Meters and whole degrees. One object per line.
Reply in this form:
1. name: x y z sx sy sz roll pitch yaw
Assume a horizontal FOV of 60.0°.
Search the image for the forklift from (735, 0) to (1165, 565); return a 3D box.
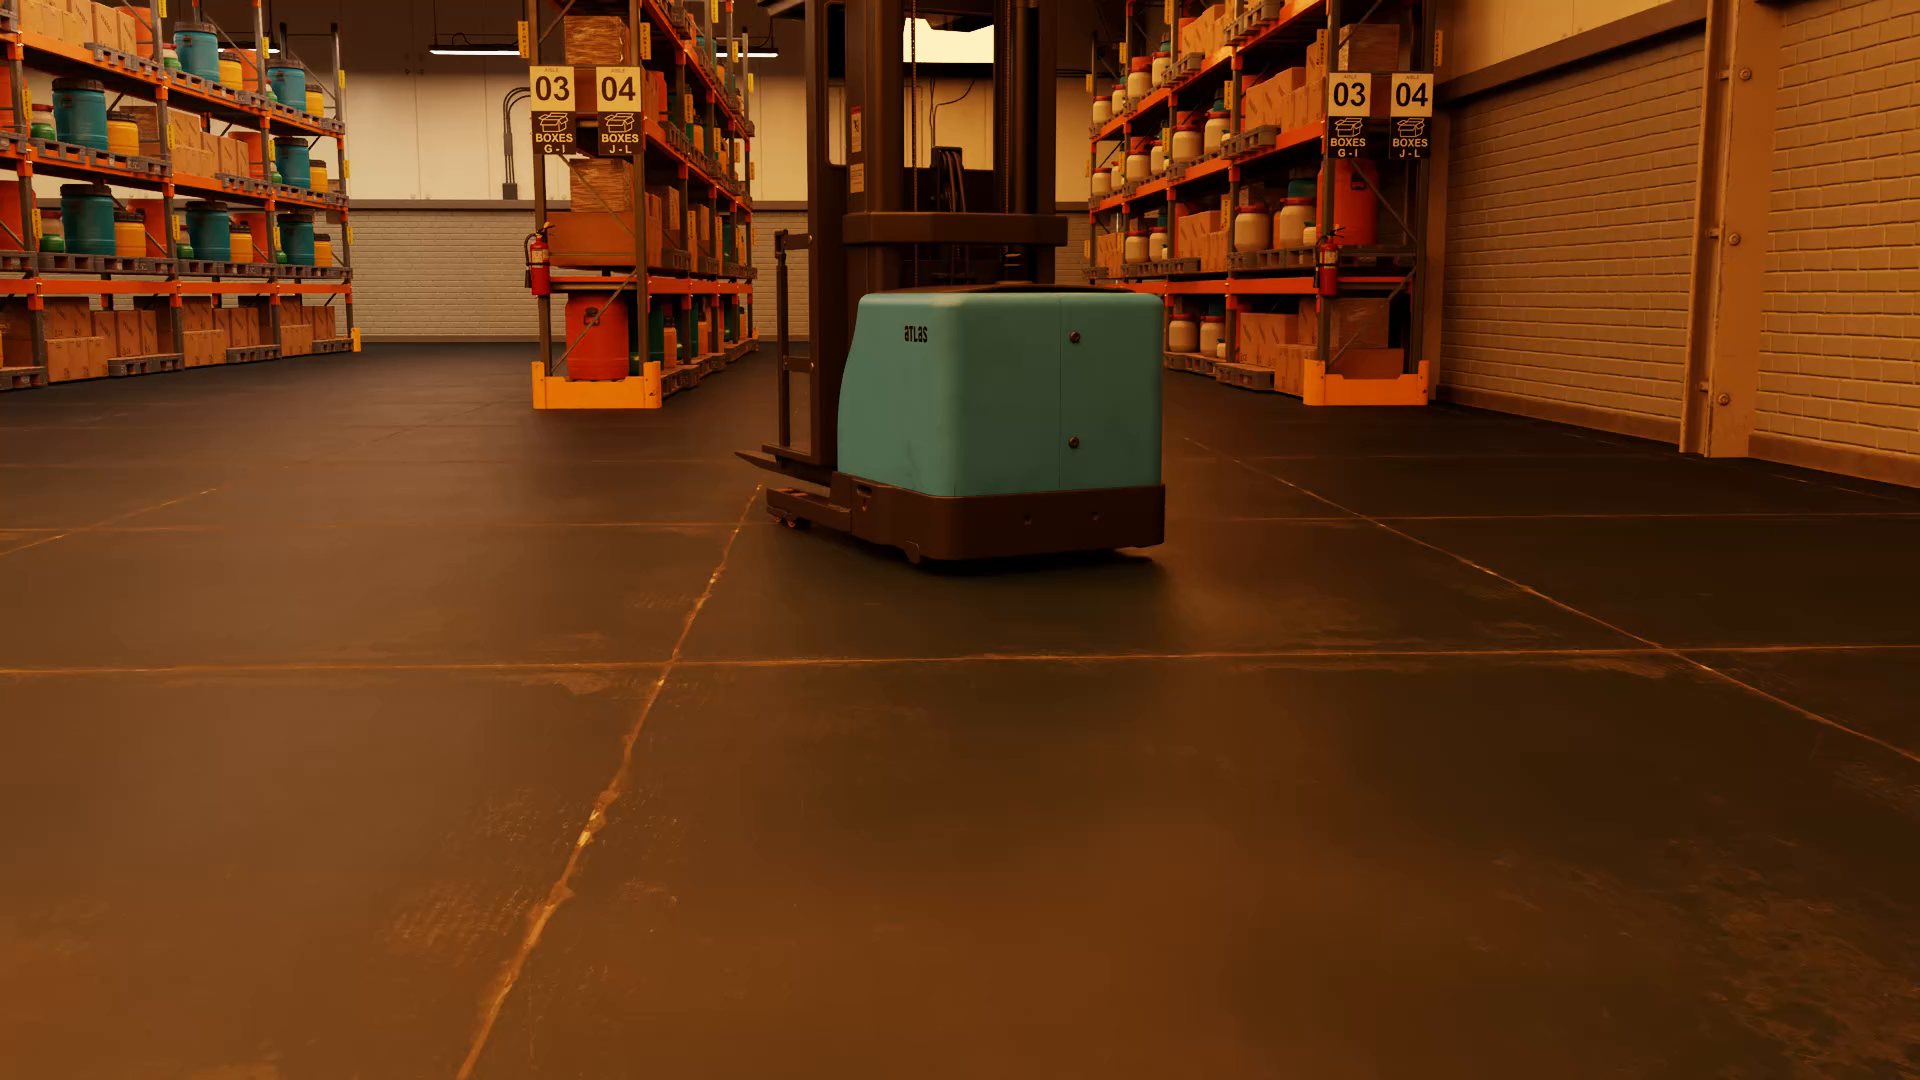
1. forklift: -0.264 -1.530 7.637 1.130 2.935 3.031 -4 9 -25
